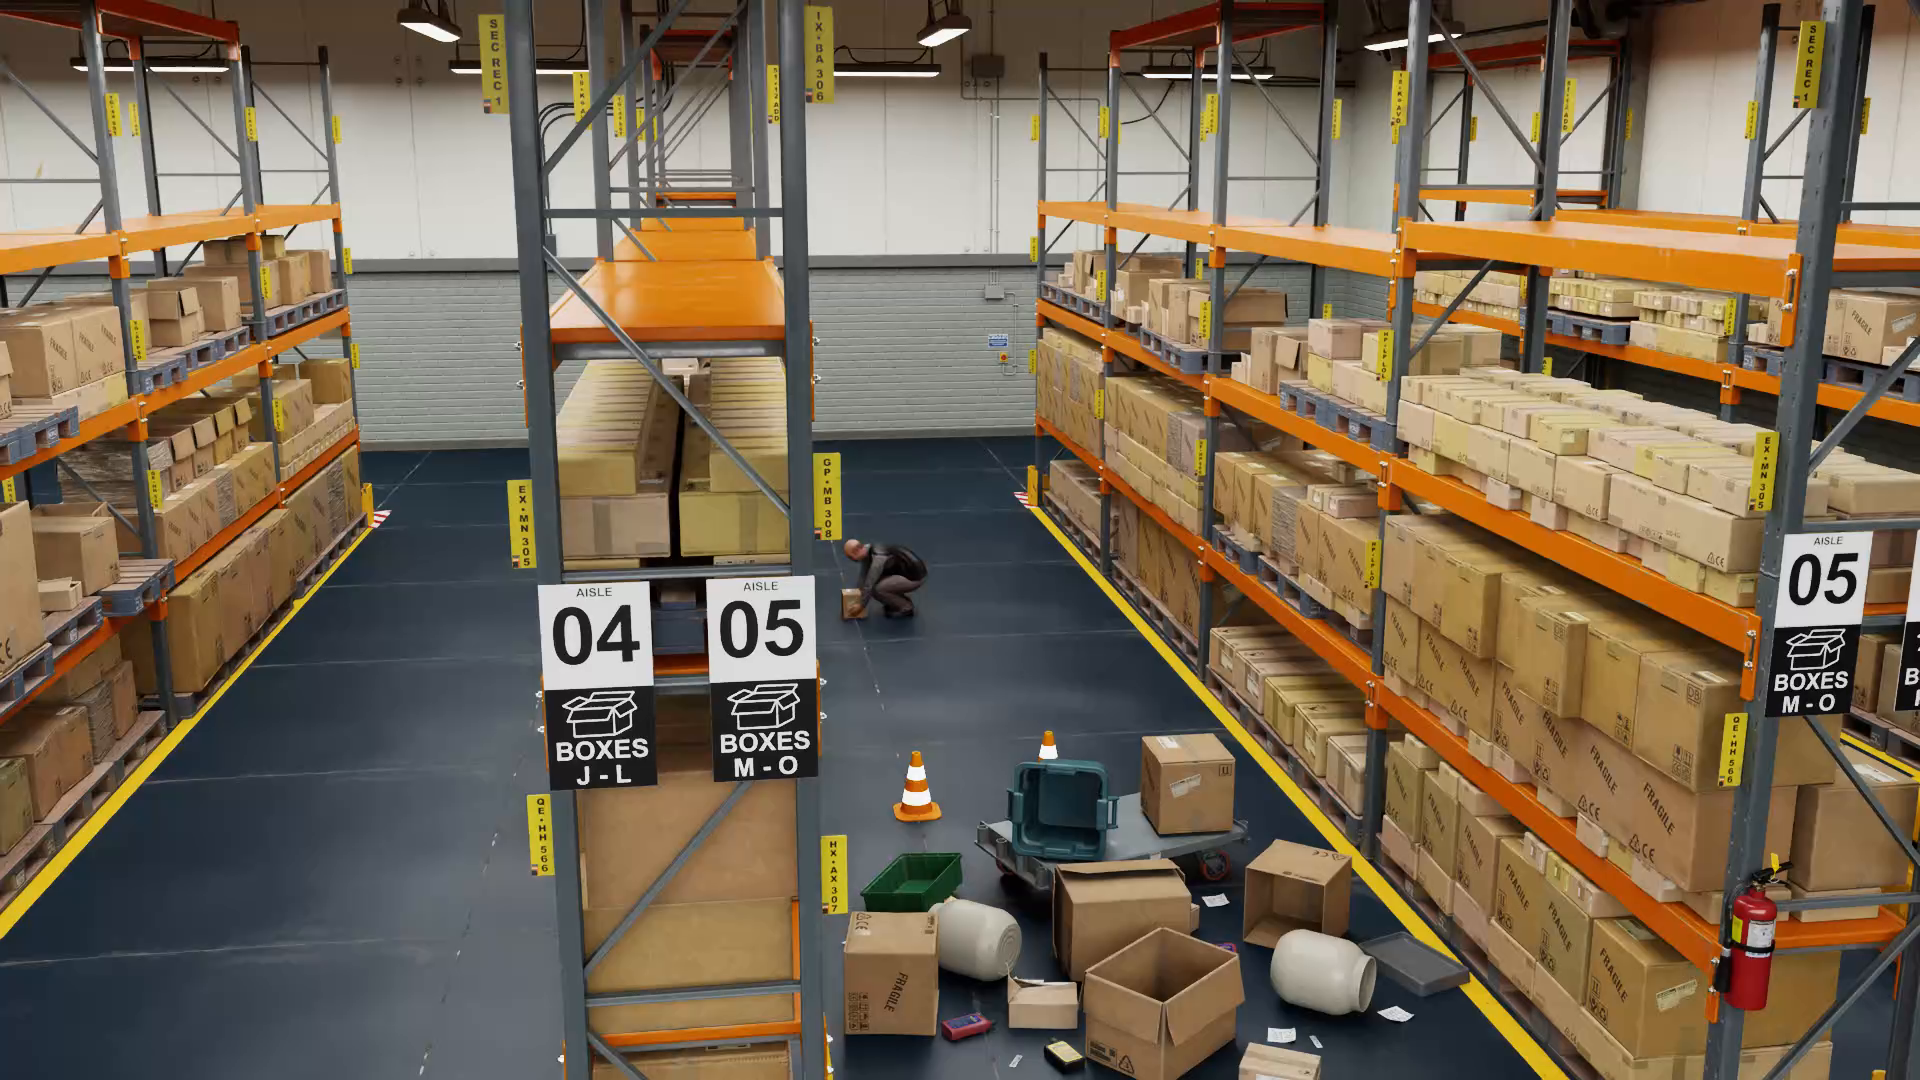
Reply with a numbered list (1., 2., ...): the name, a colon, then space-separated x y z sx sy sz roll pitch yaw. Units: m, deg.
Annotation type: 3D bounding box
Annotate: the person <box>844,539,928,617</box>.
1. person: -0.782 0.378 17.416 0.876 0.833 0.533 -2 13 -8
